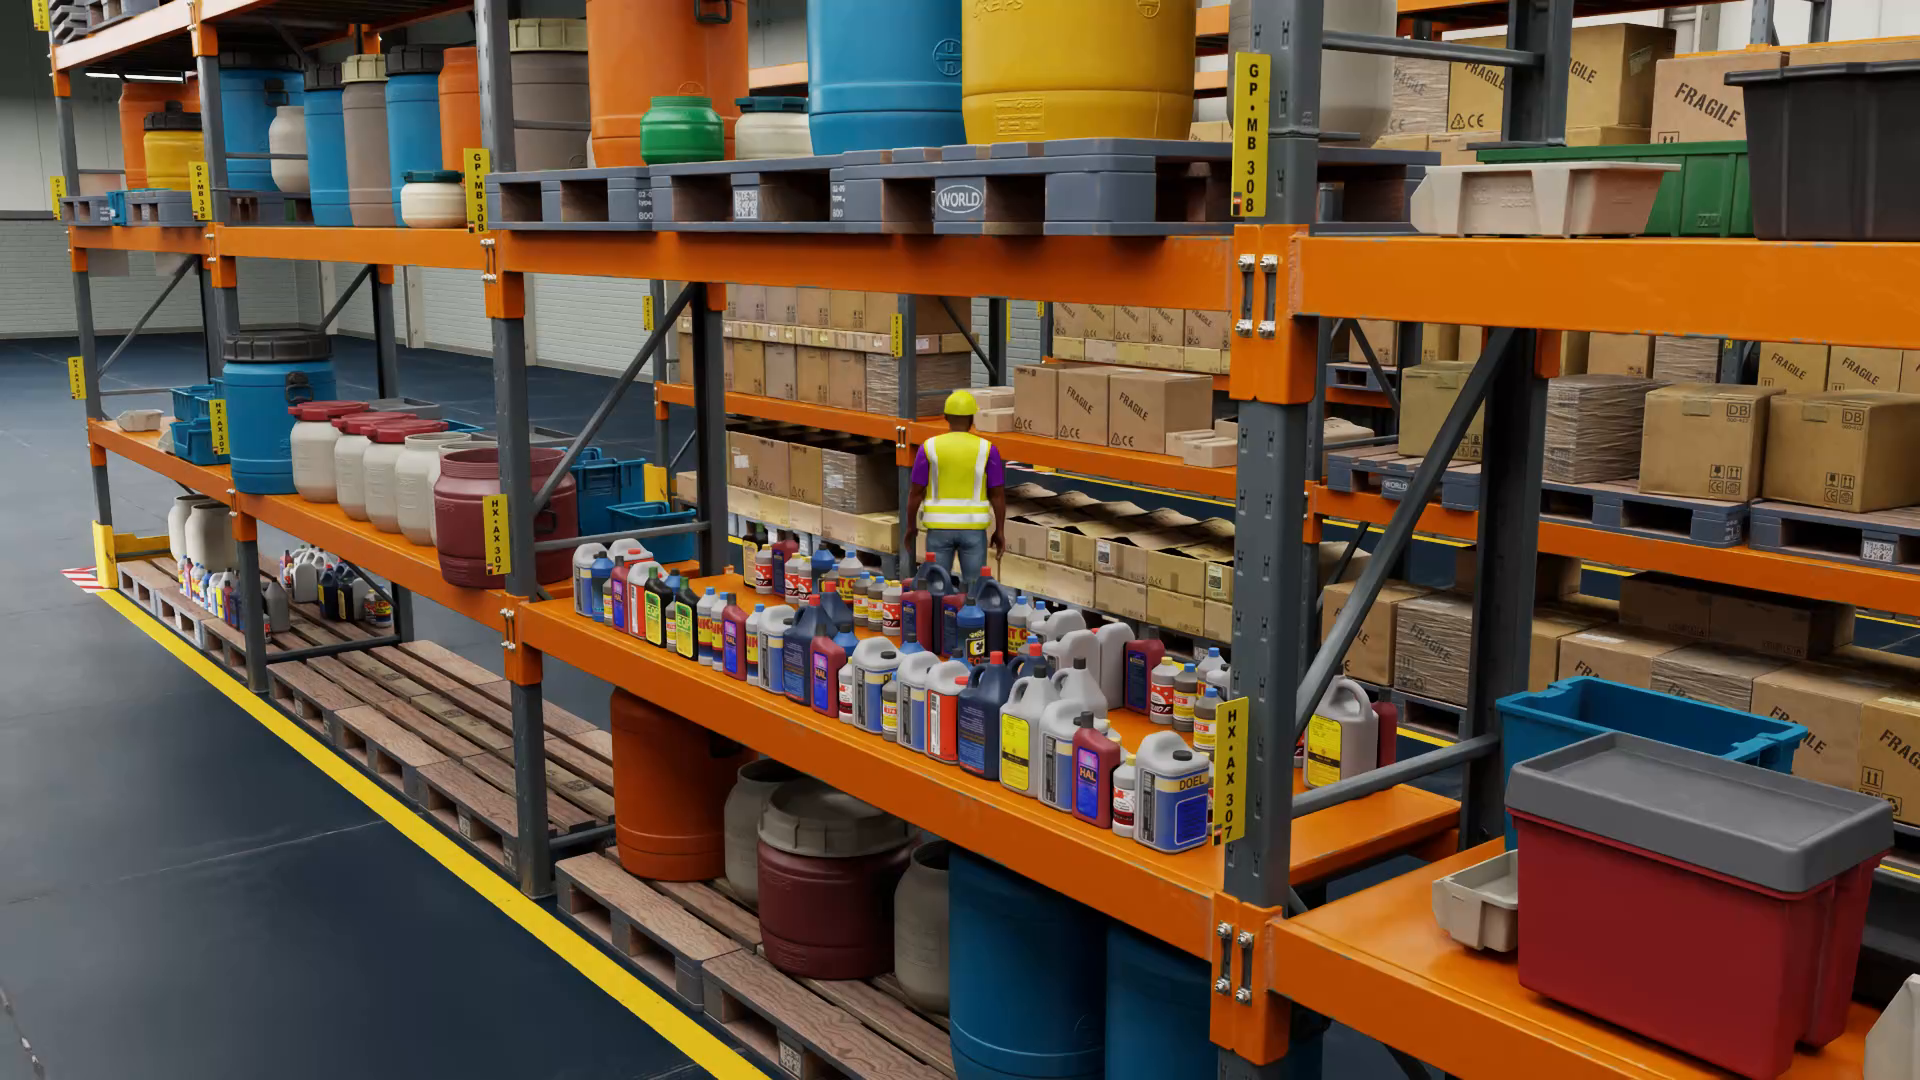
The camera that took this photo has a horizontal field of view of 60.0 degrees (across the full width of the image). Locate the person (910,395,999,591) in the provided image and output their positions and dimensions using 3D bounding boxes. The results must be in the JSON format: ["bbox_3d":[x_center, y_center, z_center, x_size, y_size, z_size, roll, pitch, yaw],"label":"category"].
[{"bbox_3d":[-0.028,-0.038,10.549,0.568,1.765,0.338,2,11,11],"label":"person"}]
